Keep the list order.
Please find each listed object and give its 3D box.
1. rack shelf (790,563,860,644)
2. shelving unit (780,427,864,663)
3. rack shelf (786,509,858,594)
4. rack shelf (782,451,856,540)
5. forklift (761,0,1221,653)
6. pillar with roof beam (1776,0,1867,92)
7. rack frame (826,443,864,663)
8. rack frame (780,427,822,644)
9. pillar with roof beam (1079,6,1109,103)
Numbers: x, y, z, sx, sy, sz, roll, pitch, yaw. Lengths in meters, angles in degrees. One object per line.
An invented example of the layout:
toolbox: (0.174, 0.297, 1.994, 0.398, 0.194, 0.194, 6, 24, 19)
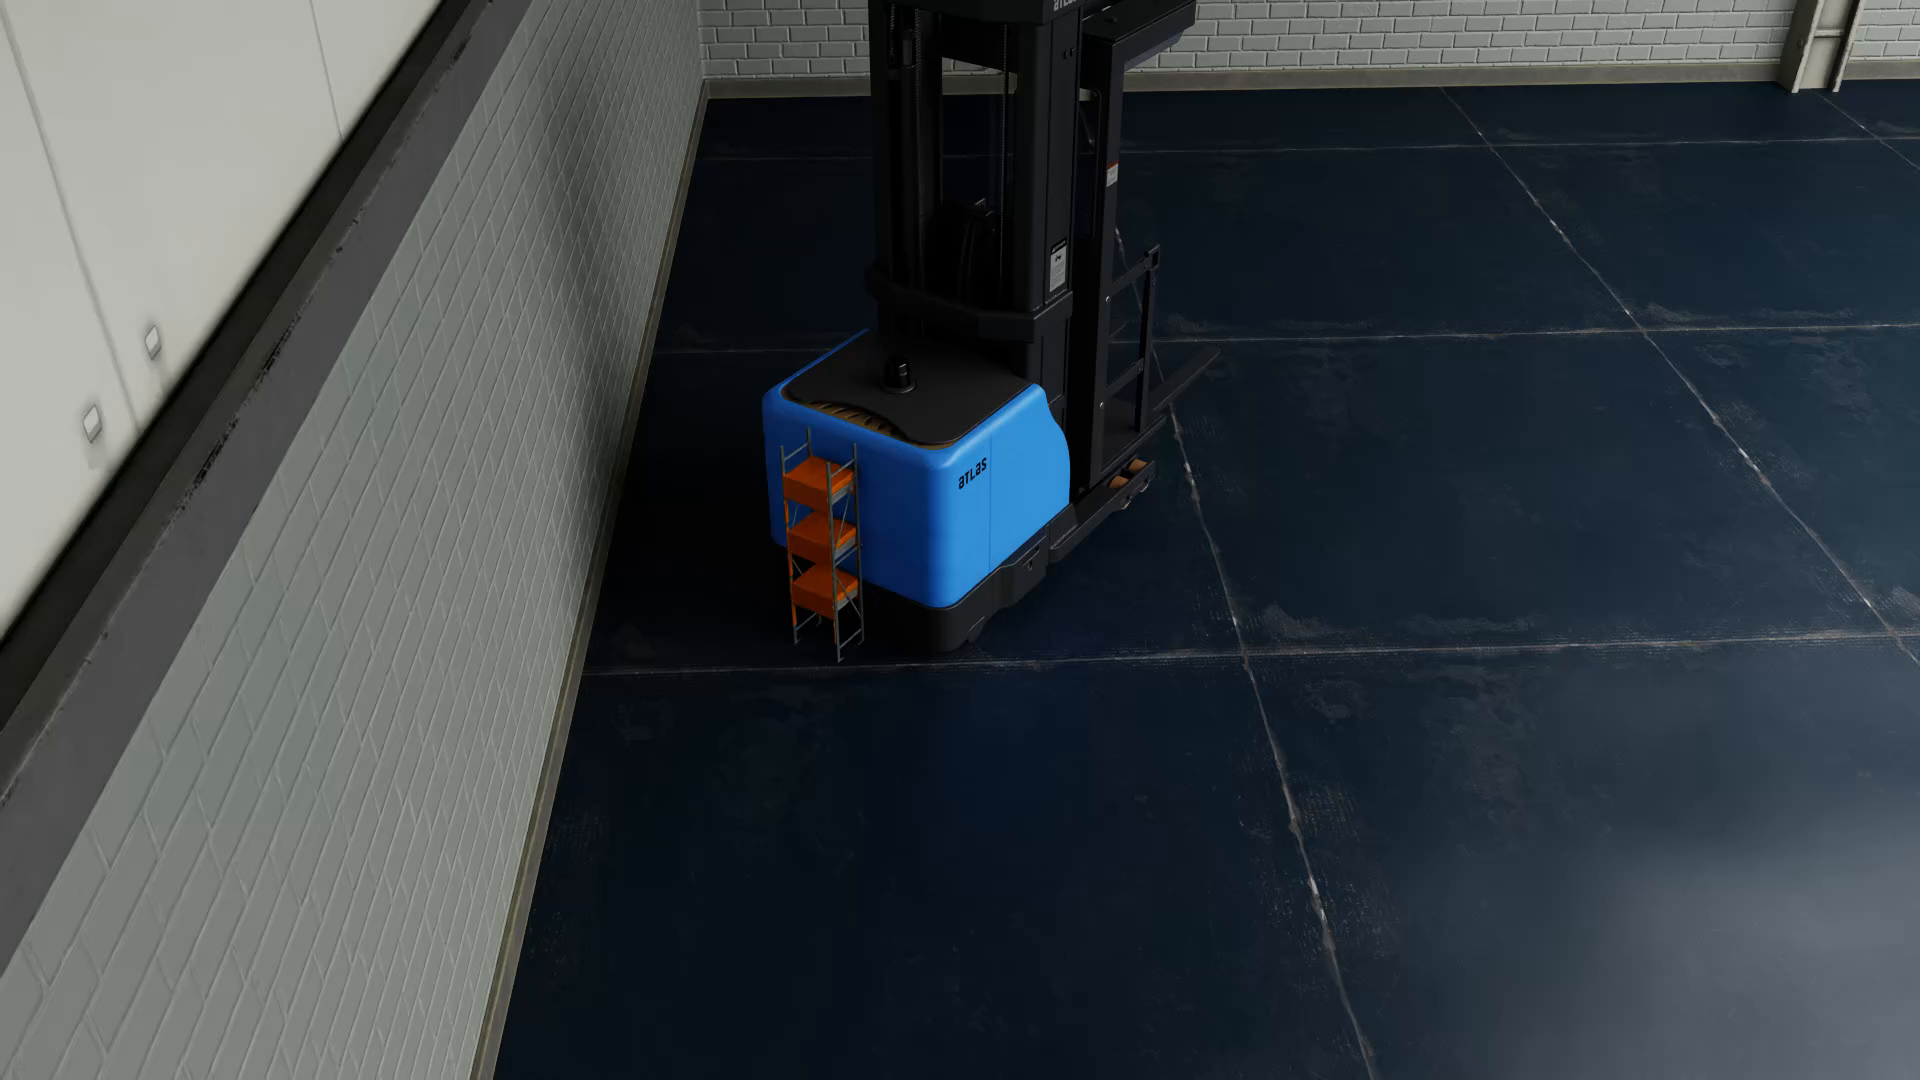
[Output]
rack shelf: (-0.596, 0.270, 7.444, 0.240, 0.259, 0.215, 20, 40, 27)
shelving unit: (-0.596, 0.033, 7.279, 0.252, 1.050, 0.215, 20, 40, 27)
rack shelf: (-0.596, 0.042, 7.285, 0.240, 0.259, 0.215, 20, 40, 27)
rack shelf: (-0.596, -0.191, 7.124, 0.240, 0.259, 0.215, 20, 40, 27)
forklift: (0.352, -1.501, 7.843, 1.130, 2.935, 3.031, 21, 40, 27)
pillar with roof beam: (7.144, -4.980, 7.539, 0.400, 9.000, 9.100, -2, 35, -2)
rack frame: (-0.494, 0.071, 7.224, 0.008, 1.050, 0.200, 20, 40, 27)
rack frame: (-0.698, -0.005, 7.334, 0.008, 1.050, 0.200, 20, 40, 27)
pillar with roof beam: (1.150, -4.819, 7.305, 0.400, 9.000, 9.100, -2, 35, -2)
